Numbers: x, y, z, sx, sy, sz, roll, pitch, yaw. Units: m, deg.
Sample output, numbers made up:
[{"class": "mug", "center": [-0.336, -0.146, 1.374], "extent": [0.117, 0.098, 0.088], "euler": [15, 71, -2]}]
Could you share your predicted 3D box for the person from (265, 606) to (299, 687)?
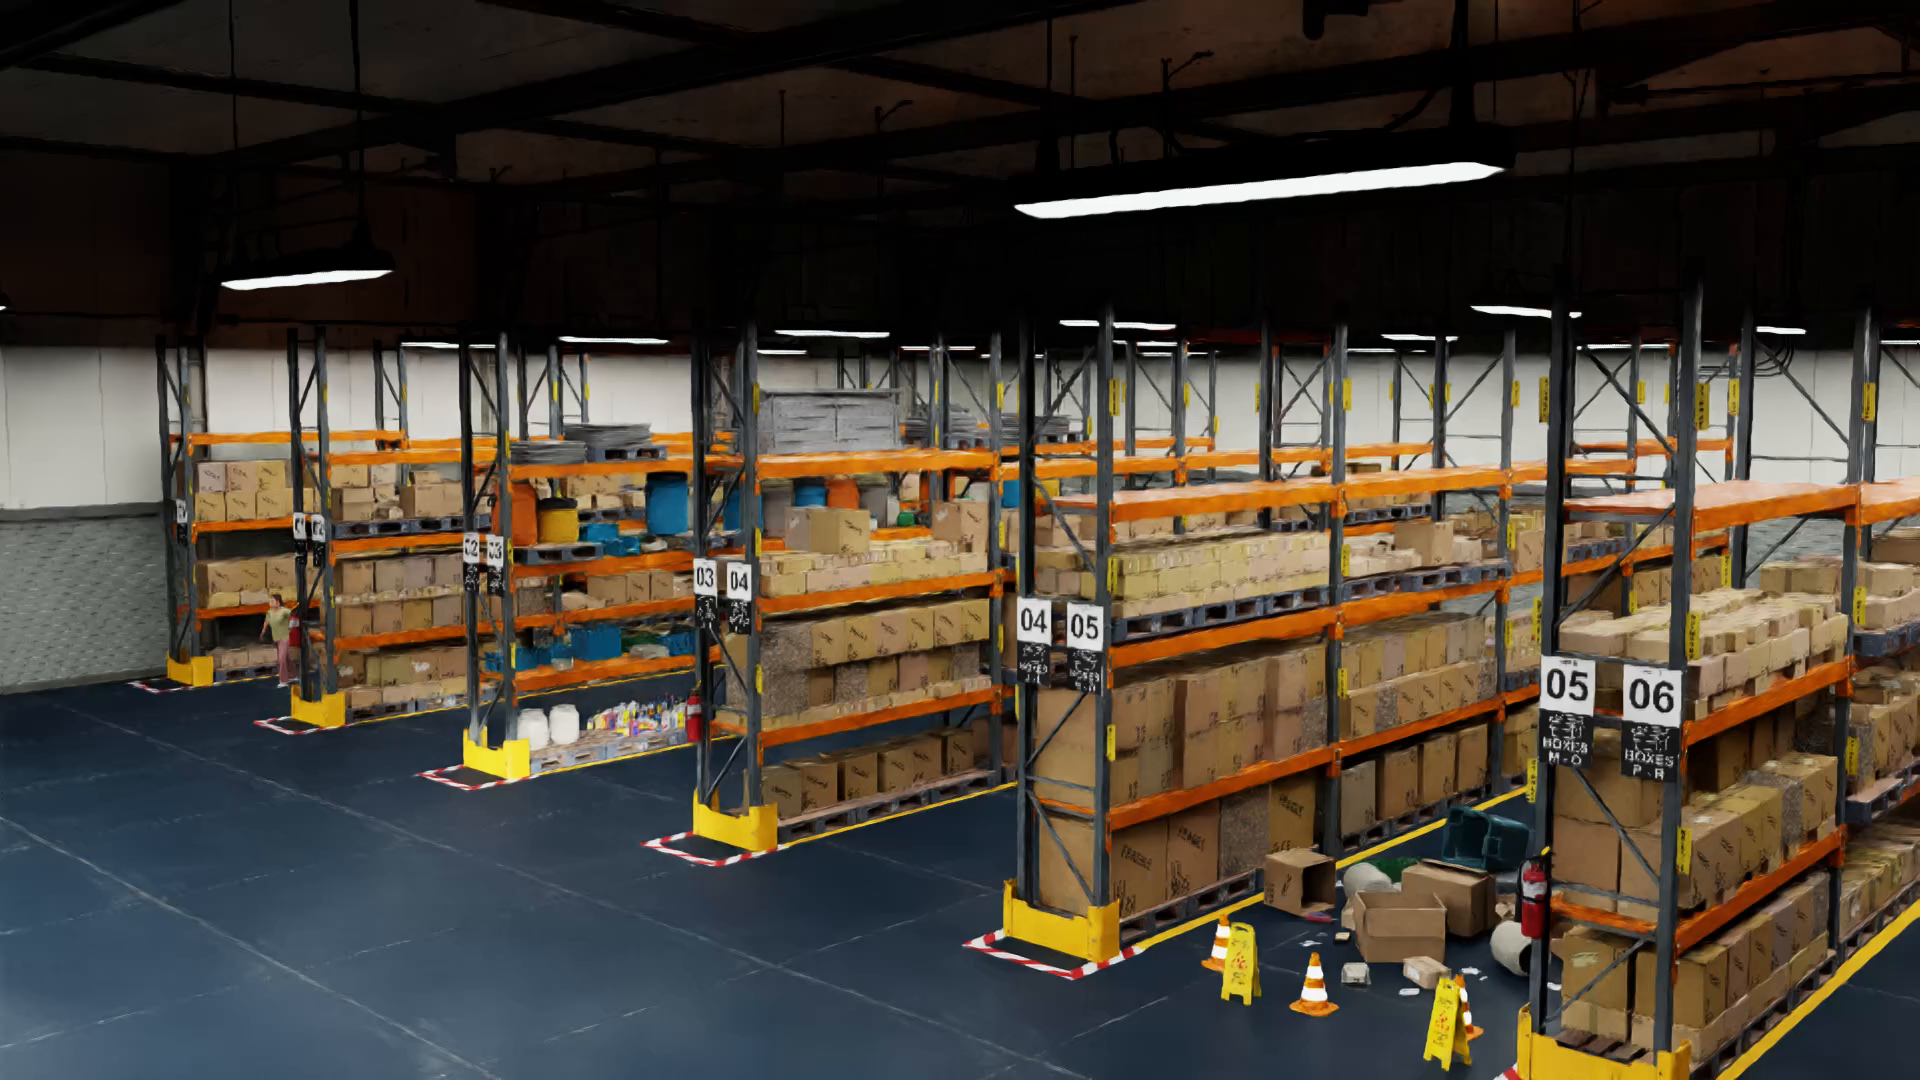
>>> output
[{"class": "person", "center": [-11.559, 1.806, 28.423], "extent": [0.600, 1.370, 0.802], "euler": [2, 6, 24]}]
